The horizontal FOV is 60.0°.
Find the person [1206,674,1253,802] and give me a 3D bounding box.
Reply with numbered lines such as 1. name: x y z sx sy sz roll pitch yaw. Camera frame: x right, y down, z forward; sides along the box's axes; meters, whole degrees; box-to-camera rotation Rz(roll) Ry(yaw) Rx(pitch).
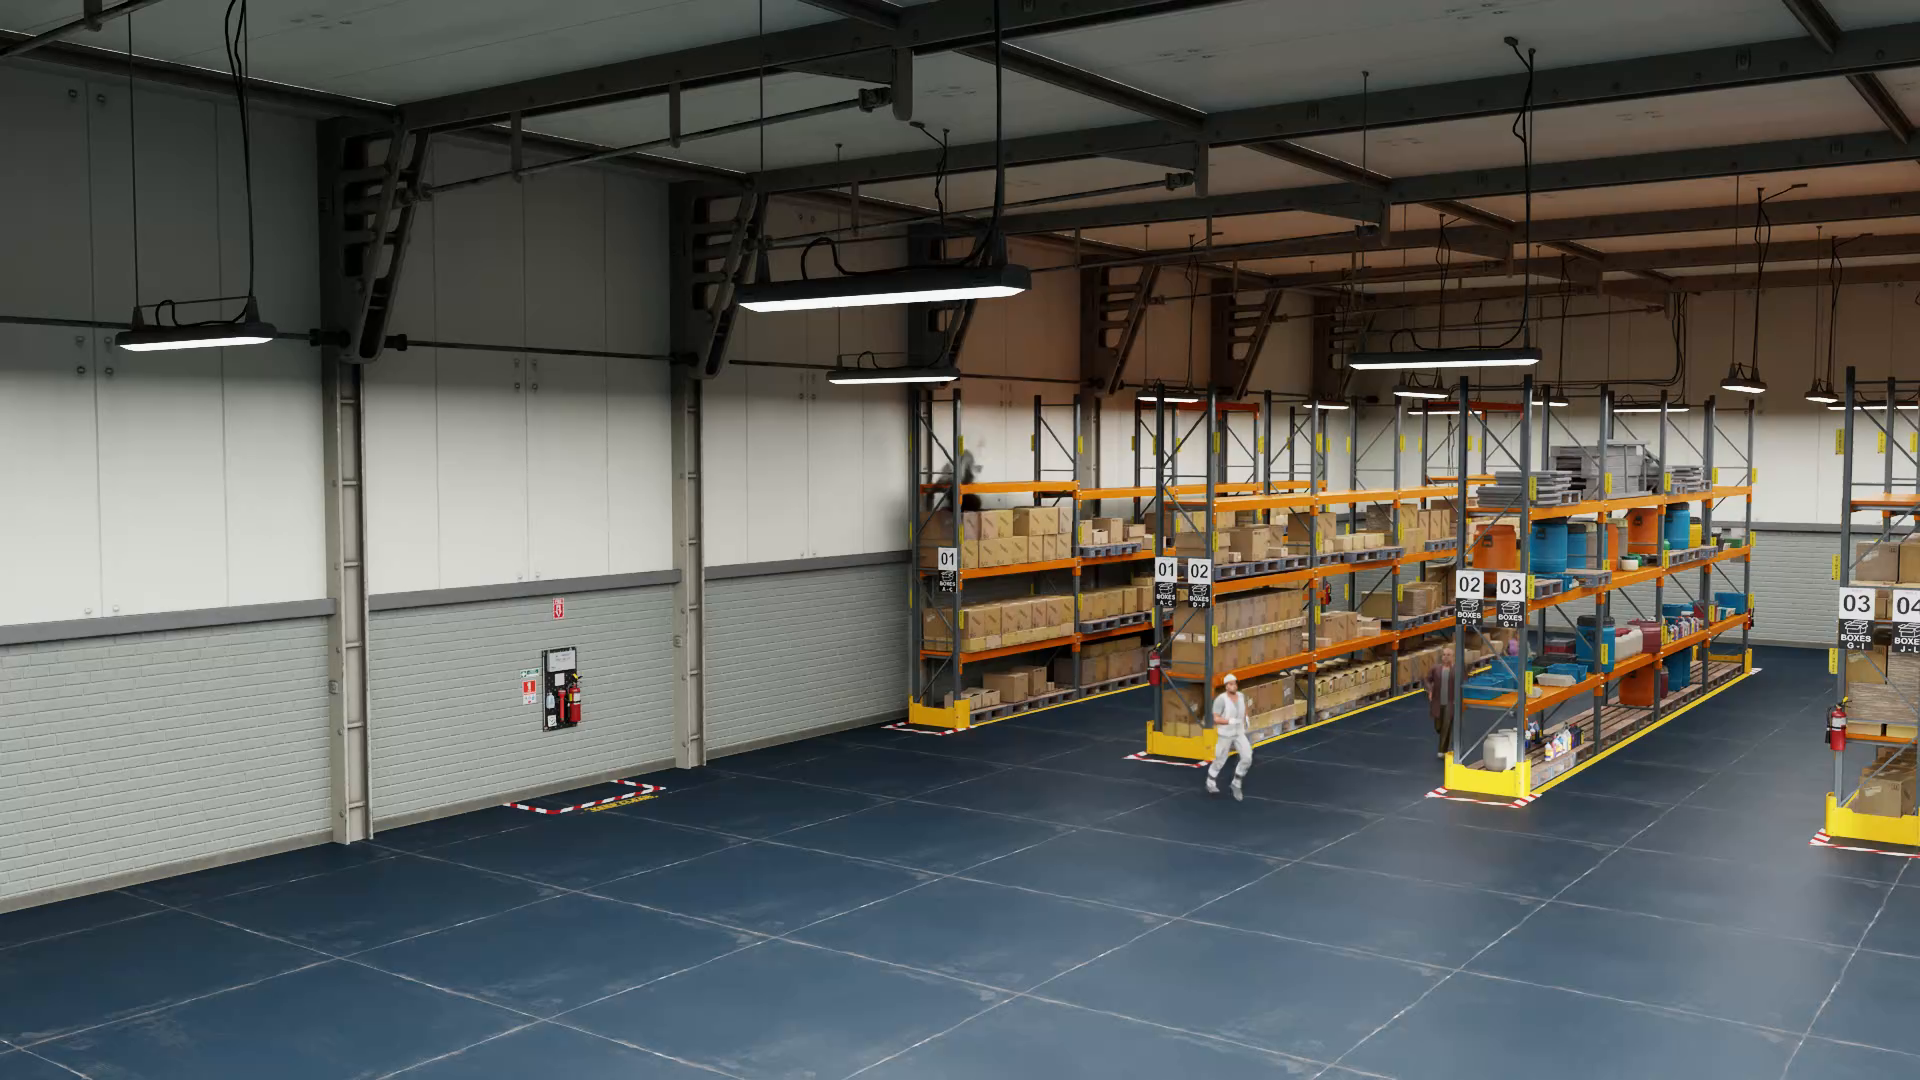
1. person: 3.830 2.769 23.439 0.677 1.787 0.890 -1 3 -20

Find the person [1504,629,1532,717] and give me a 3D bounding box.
1. person: 10.345 2.431 30.871 0.514 1.636 0.757 1 4 23

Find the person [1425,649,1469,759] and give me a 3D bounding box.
1. person: 7.792 2.611 26.636 0.728 1.748 0.869 2 4 26
